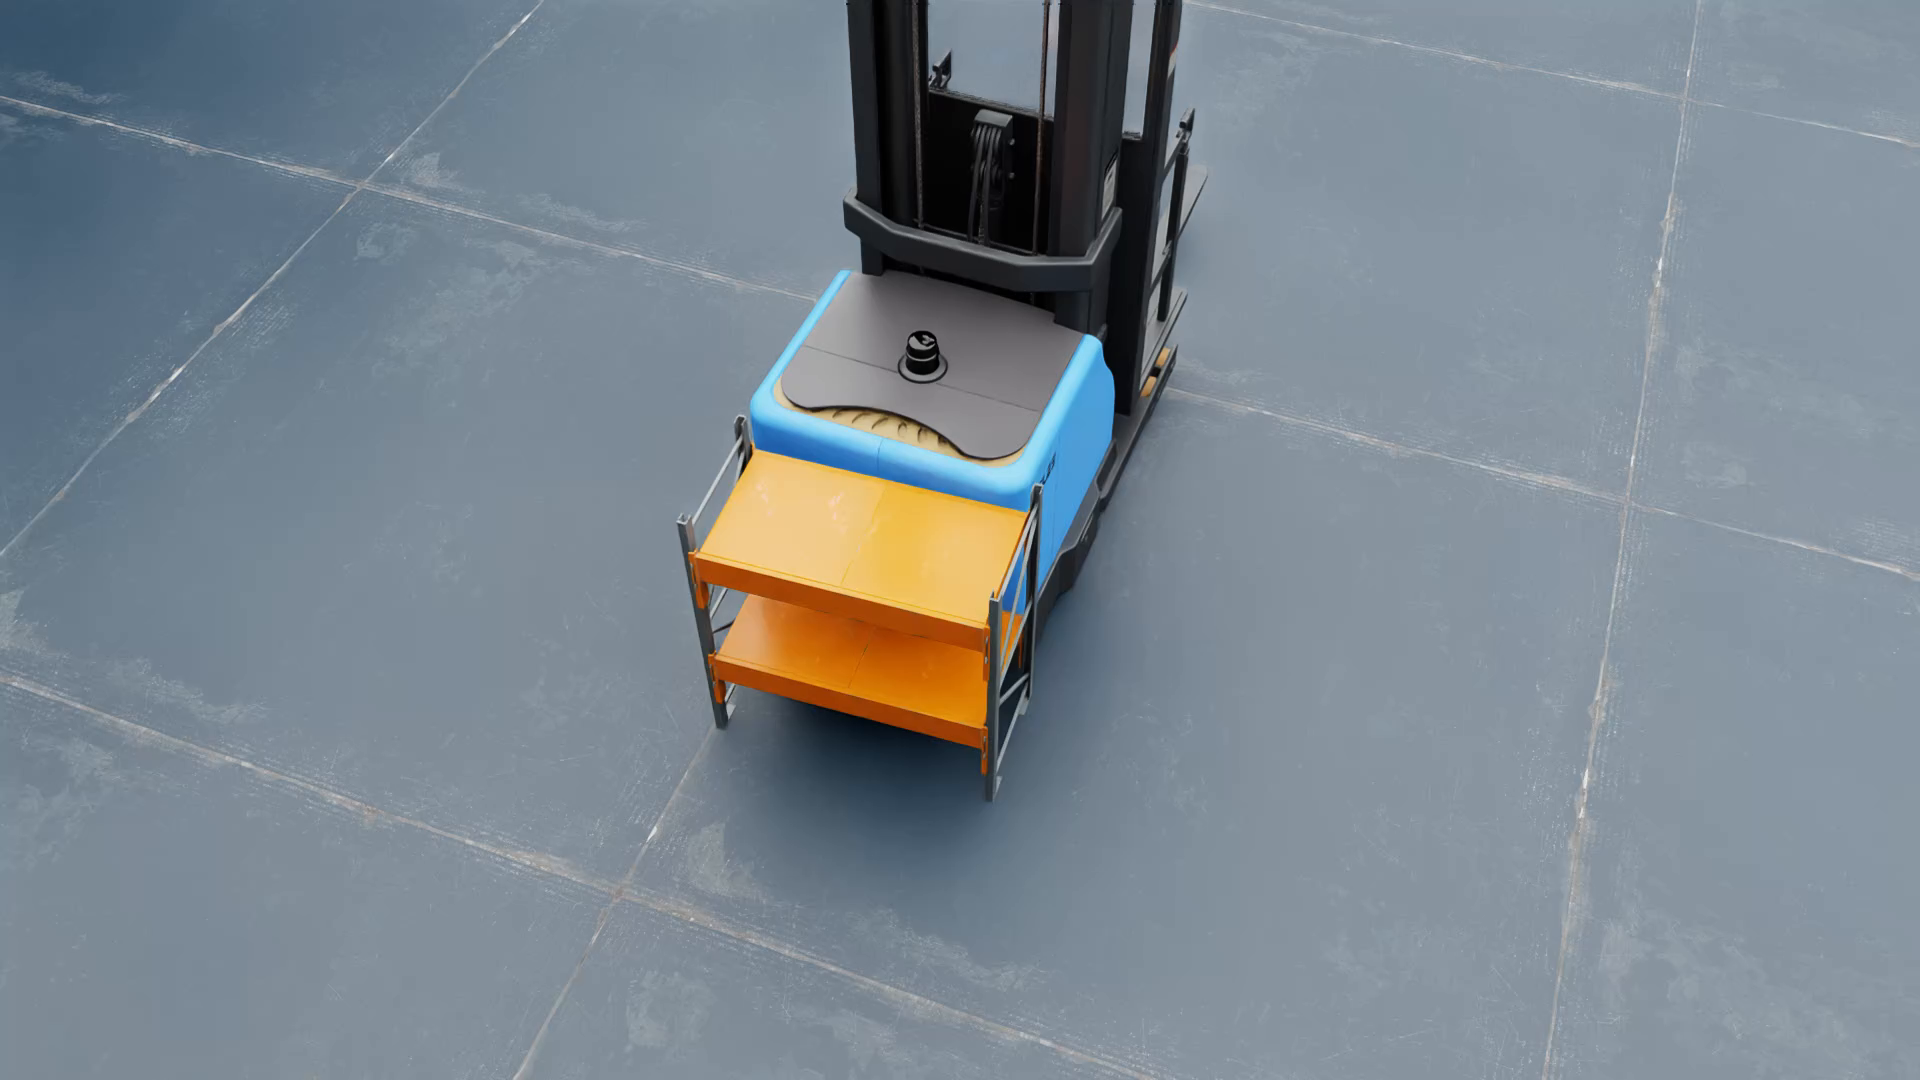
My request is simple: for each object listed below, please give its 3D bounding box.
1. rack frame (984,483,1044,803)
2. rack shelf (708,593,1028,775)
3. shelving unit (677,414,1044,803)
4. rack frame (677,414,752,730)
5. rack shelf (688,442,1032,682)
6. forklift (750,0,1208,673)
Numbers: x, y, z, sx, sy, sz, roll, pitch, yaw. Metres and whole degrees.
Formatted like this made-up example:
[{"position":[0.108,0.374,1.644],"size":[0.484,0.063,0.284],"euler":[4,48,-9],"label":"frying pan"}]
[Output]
[{"position":[0.176,0.370,5.552],"size":[0.032,1.125,0.500],"euler":[14,50,11],"label":"rack frame"},{"position":[-0.308,0.413,5.837],"size":[1.000,0.278,0.538],"euler":[14,50,11],"label":"rack shelf"},{"position":[-0.308,0.253,5.653],"size":[1.048,1.125,0.538],"euler":[14,50,11],"label":"shelving unit"},{"position":[-0.793,0.137,5.754],"size":[0.032,1.125,0.500],"euler":[14,50,11],"label":"rack frame"},{"position":[-0.308,0.062,5.432],"size":[1.000,0.278,0.538],"euler":[14,50,11],"label":"rack shelf"},{"position":[0.291,-1.609,6.071],"size":[1.130,2.935,3.031],"euler":[17,51,14],"label":"forklift"}]
